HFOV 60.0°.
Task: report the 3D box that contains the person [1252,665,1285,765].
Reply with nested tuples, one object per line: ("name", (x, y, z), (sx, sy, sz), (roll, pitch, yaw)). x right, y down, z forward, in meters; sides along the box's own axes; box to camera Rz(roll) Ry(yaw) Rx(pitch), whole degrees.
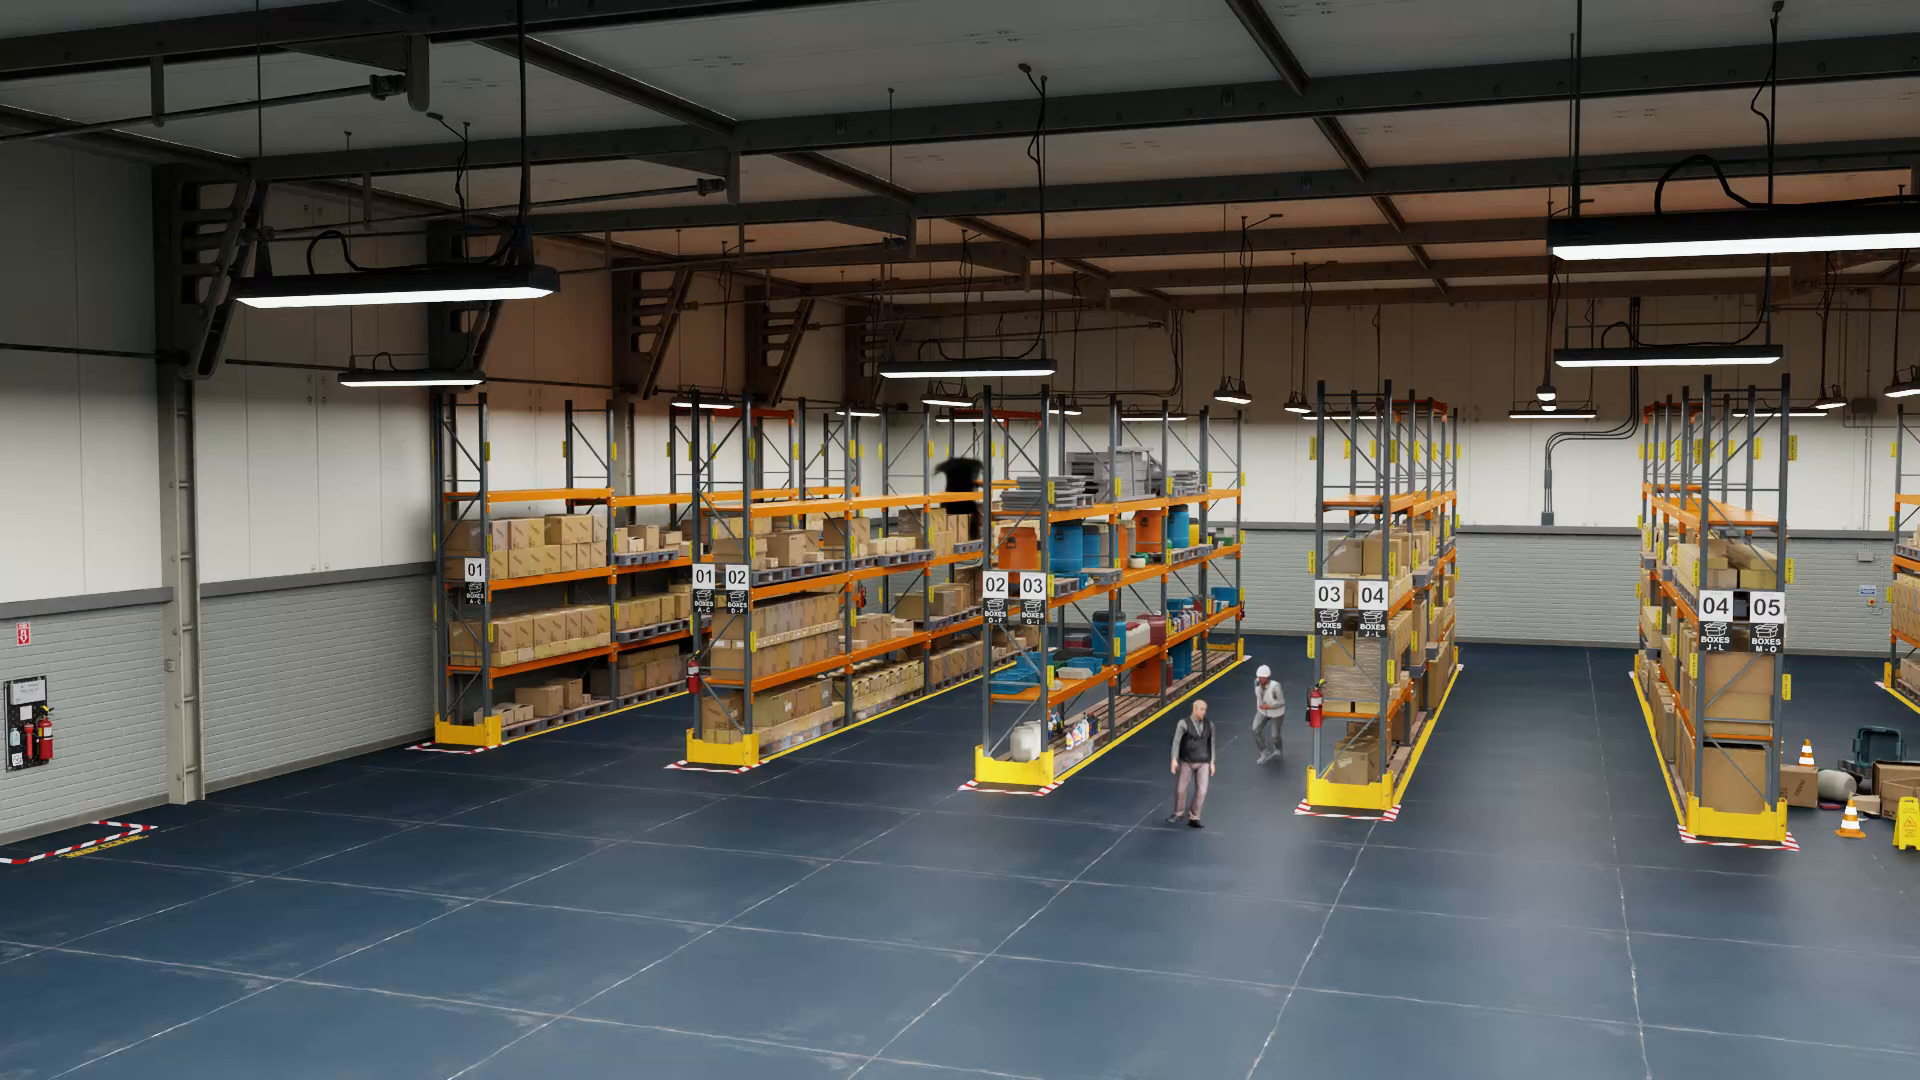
("person", (4.990, 2.763, 26.648), (0.661, 1.594, 1.097), (2, 4, 35))

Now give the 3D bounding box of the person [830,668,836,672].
("person", (-2.845, 2.273, 37.048), (0.539, 1.534, 0.578), (0, 3, 9))

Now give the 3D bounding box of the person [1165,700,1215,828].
("person", (3.074, 2.969, 22.159), (0.649, 1.703, 0.475), (0, 3, -8))
